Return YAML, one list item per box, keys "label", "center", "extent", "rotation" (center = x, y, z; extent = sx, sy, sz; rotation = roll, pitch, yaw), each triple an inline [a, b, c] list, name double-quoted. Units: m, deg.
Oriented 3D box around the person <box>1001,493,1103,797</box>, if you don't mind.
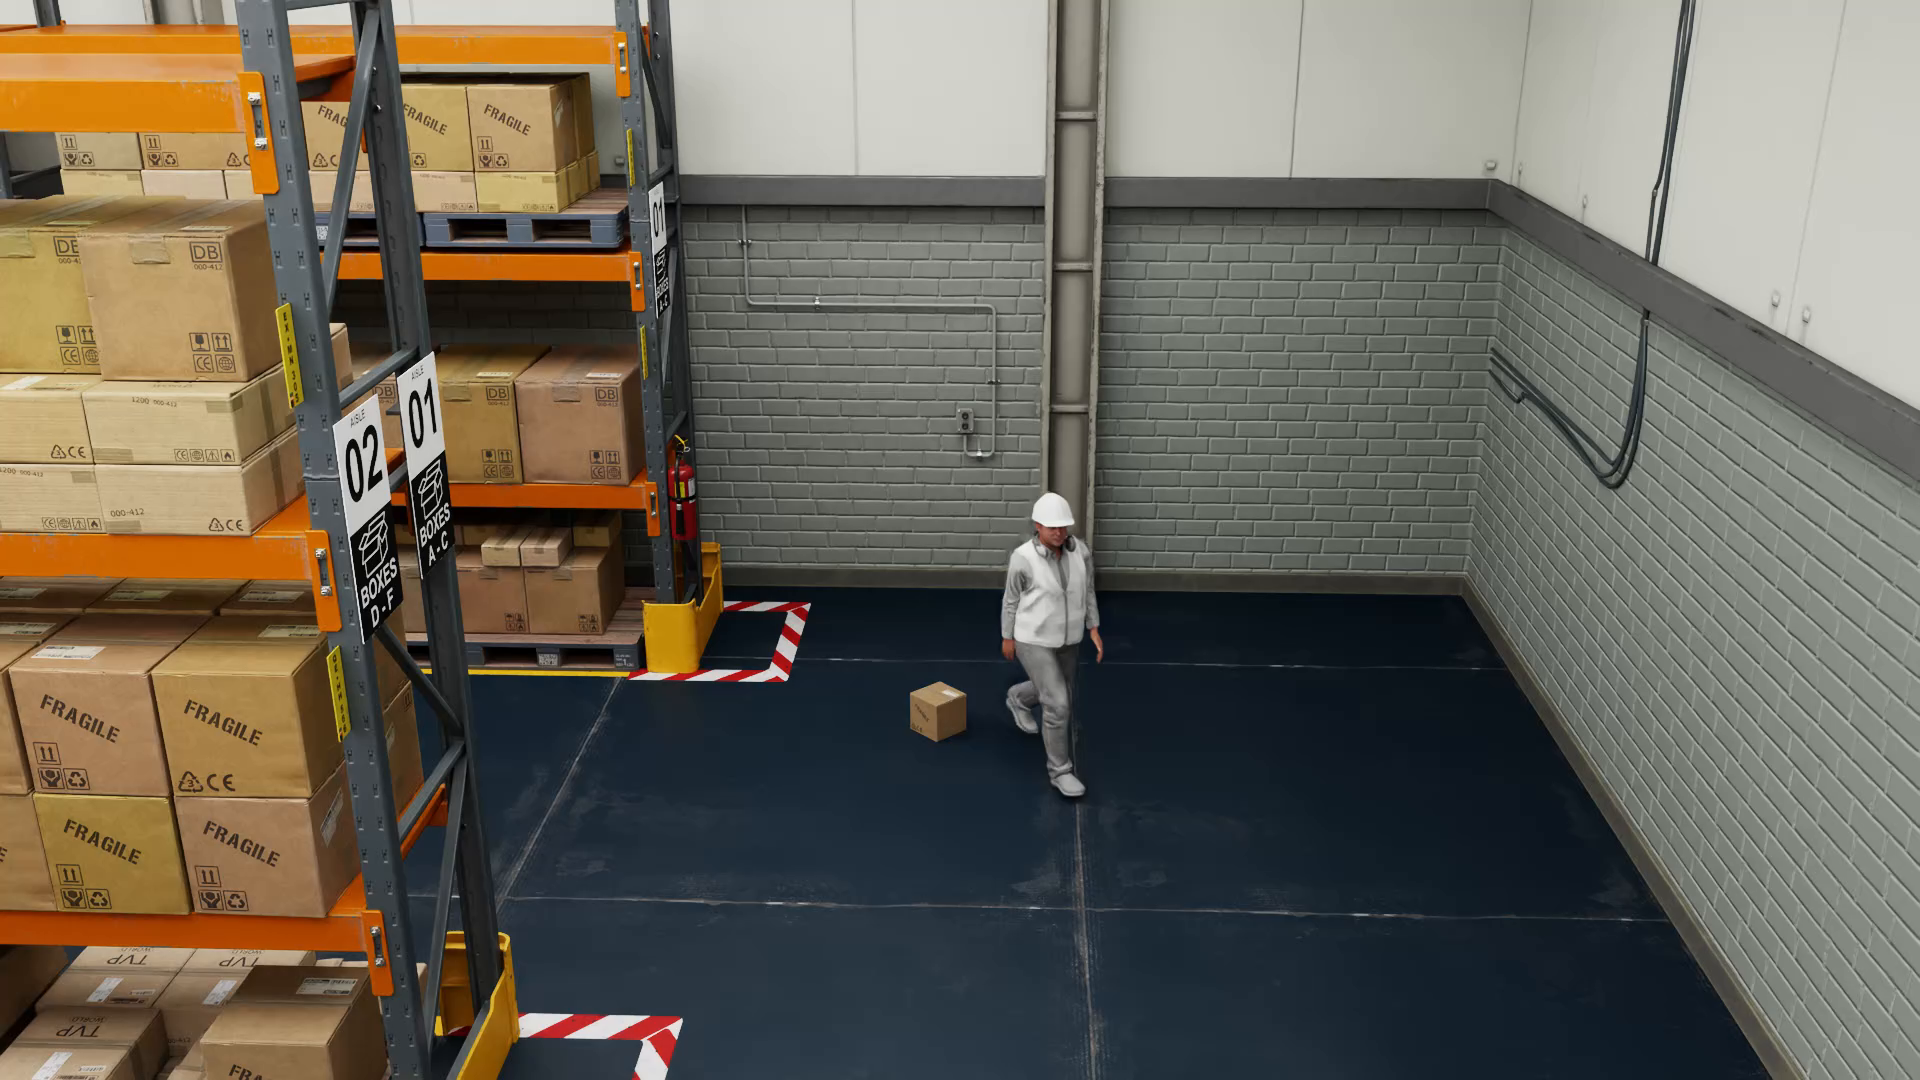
- label: "person"
  center: [0.499, 0.525, 9.642]
  extent: [0.542, 1.730, 1.012]
  rotation: [-13, 24, -31]
